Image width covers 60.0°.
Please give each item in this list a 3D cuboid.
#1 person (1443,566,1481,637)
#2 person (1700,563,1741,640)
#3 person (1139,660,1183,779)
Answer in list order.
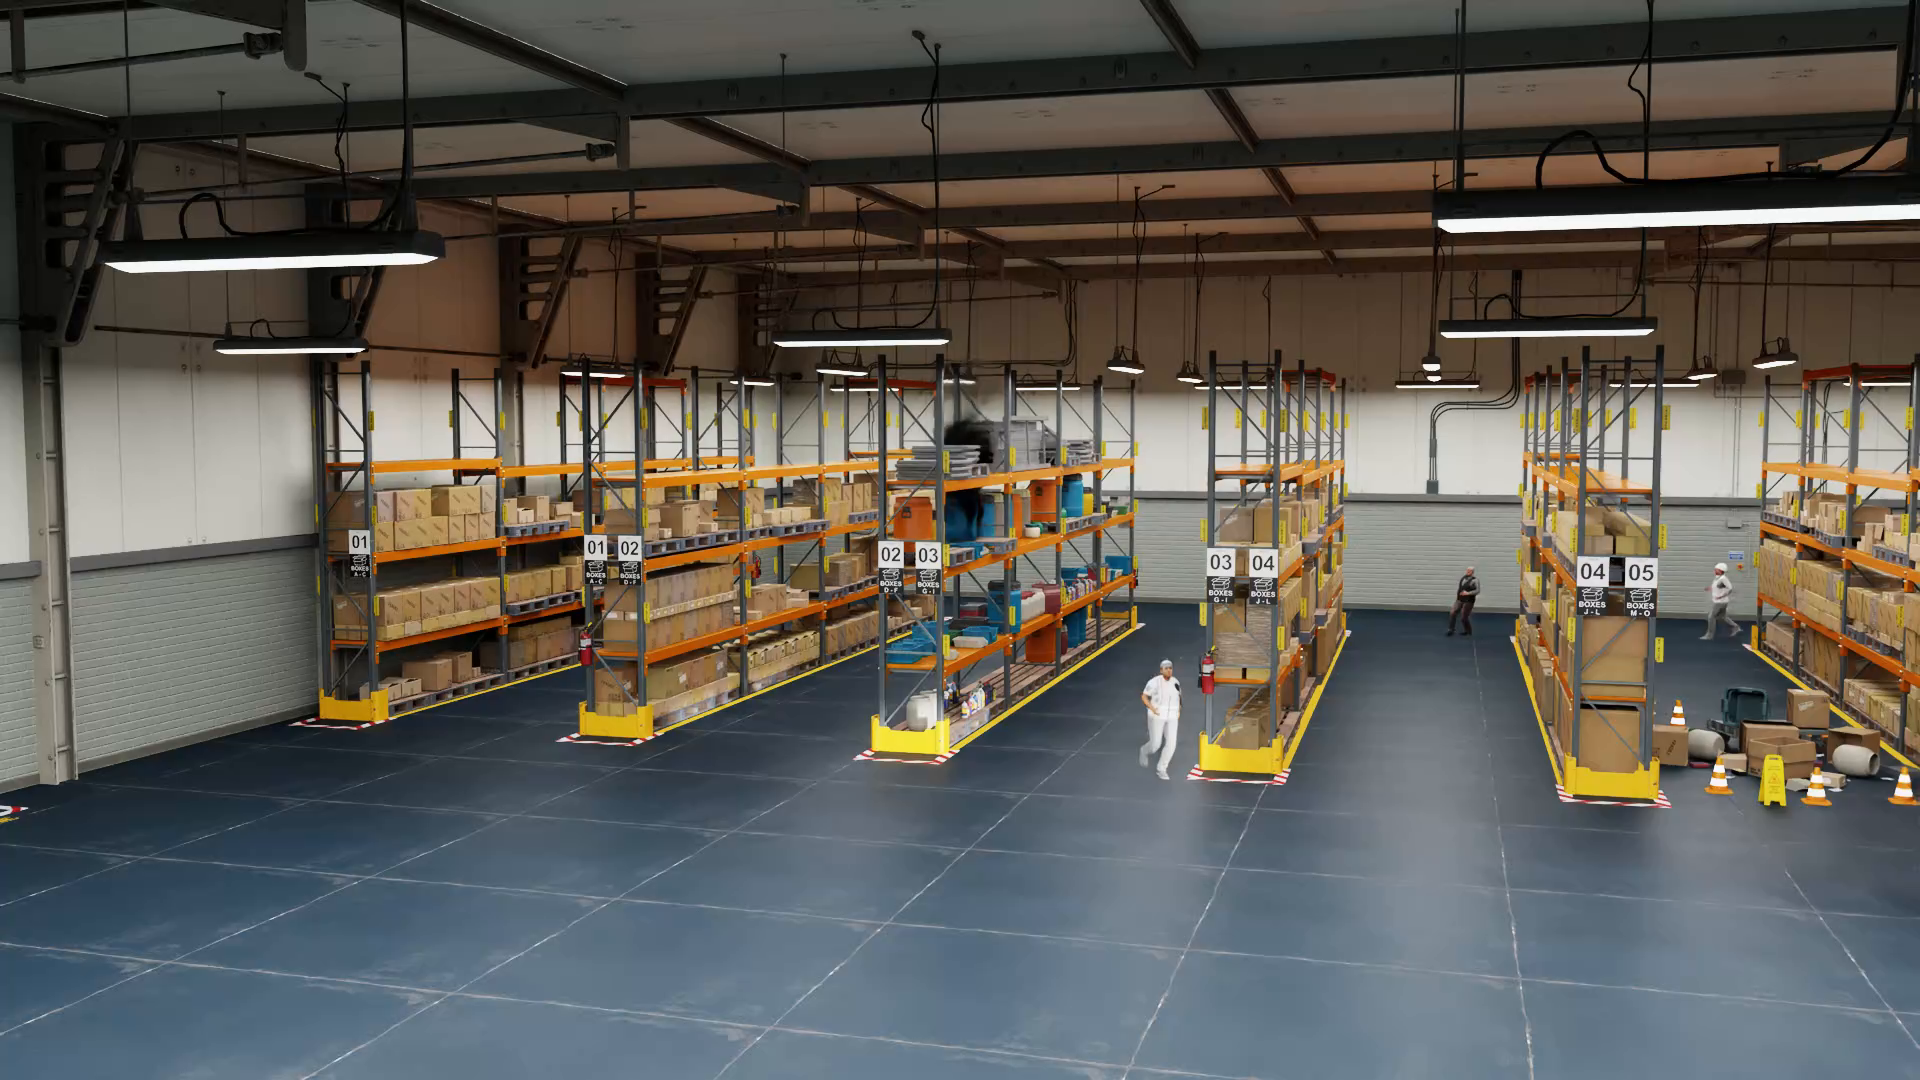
[{"bbox_3d":[11.681,1.449,38.389,0.718,1.721,0.791,-2,5,-29],"label":"person"},{"bbox_3d":[17.358,1.416,37.880,0.881,1.786,0.670,2,4,21],"label":"person"},{"bbox_3d":[2.839,2.488,23.309,0.619,1.634,0.676,-1,4,-16],"label":"person"}]
